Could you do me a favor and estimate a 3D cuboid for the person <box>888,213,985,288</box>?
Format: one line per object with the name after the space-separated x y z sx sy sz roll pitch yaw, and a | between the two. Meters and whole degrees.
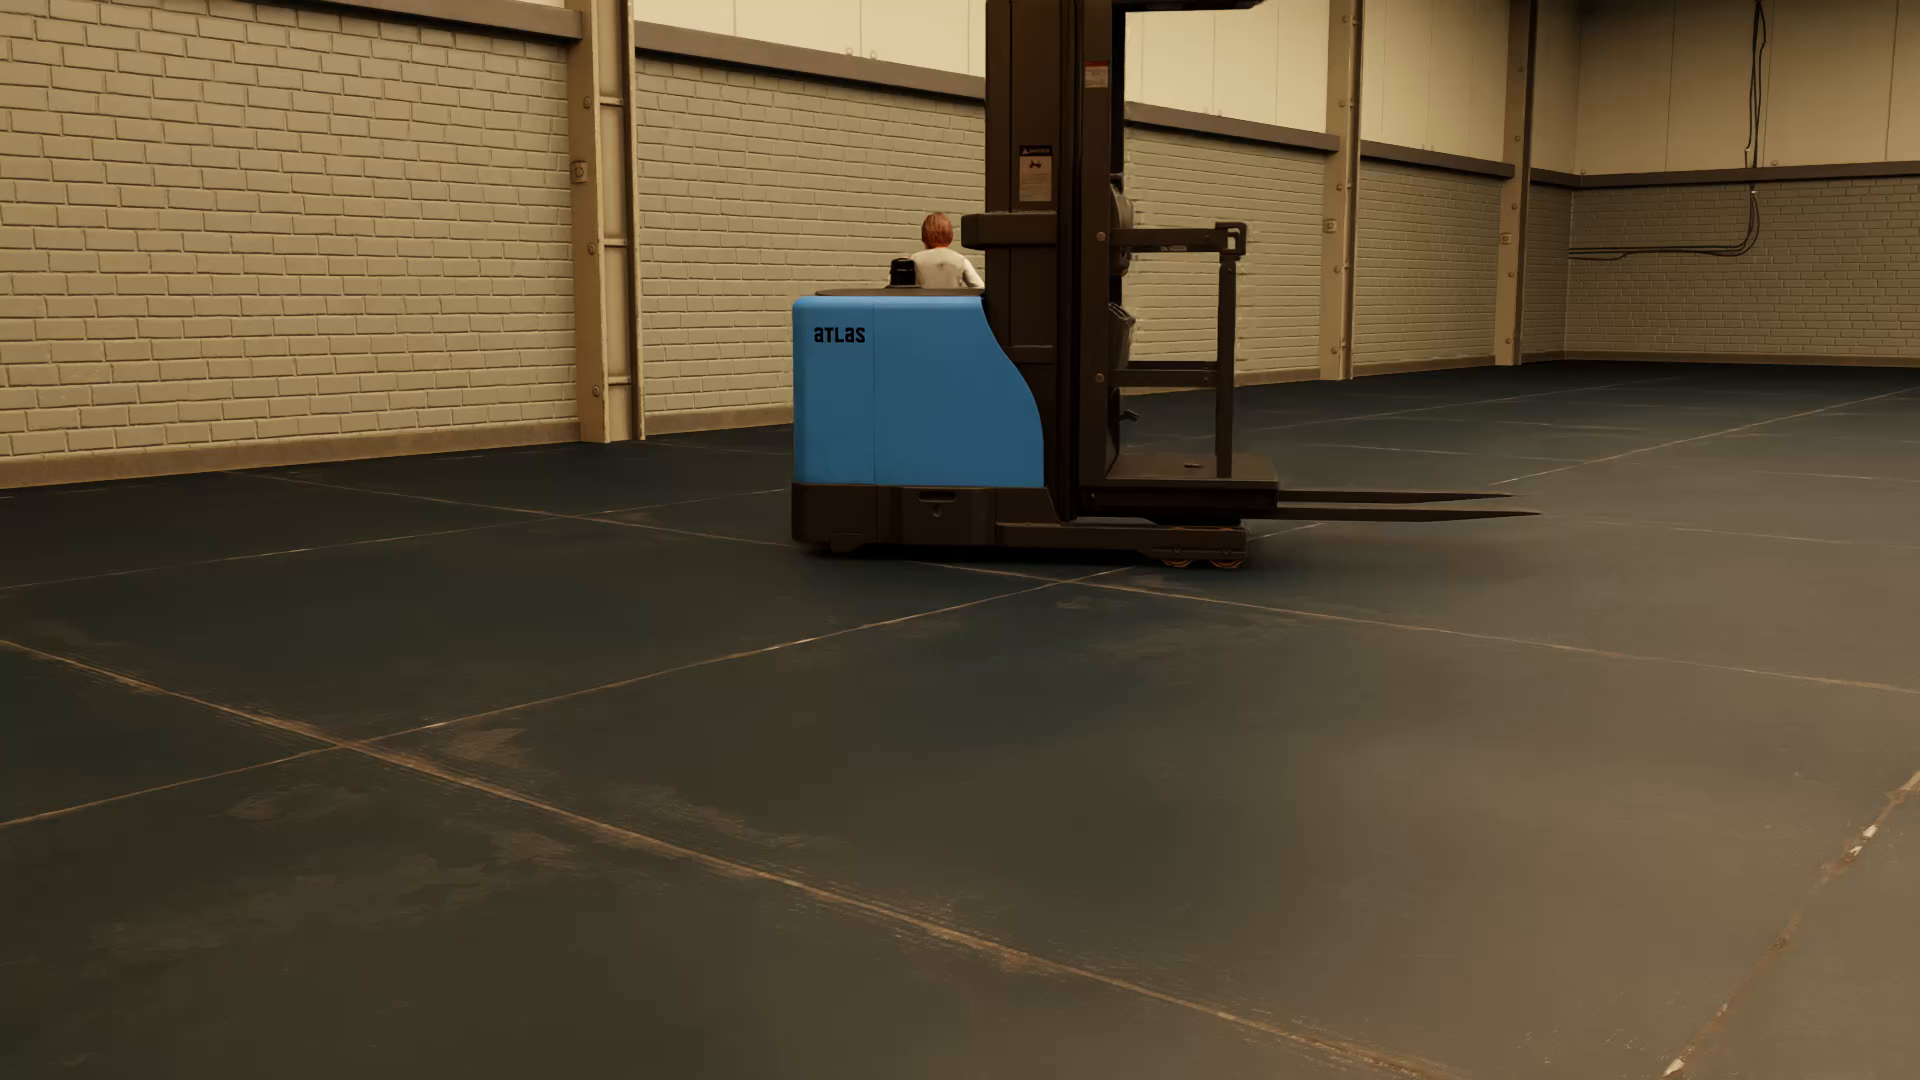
-0.111 -1.160 10.036 0.834 1.569 0.663 -2 9 -12 | person

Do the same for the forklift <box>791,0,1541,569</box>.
0.858 -1.417 6.966 3.031 2.935 1.130 1 8 8 | forklift
